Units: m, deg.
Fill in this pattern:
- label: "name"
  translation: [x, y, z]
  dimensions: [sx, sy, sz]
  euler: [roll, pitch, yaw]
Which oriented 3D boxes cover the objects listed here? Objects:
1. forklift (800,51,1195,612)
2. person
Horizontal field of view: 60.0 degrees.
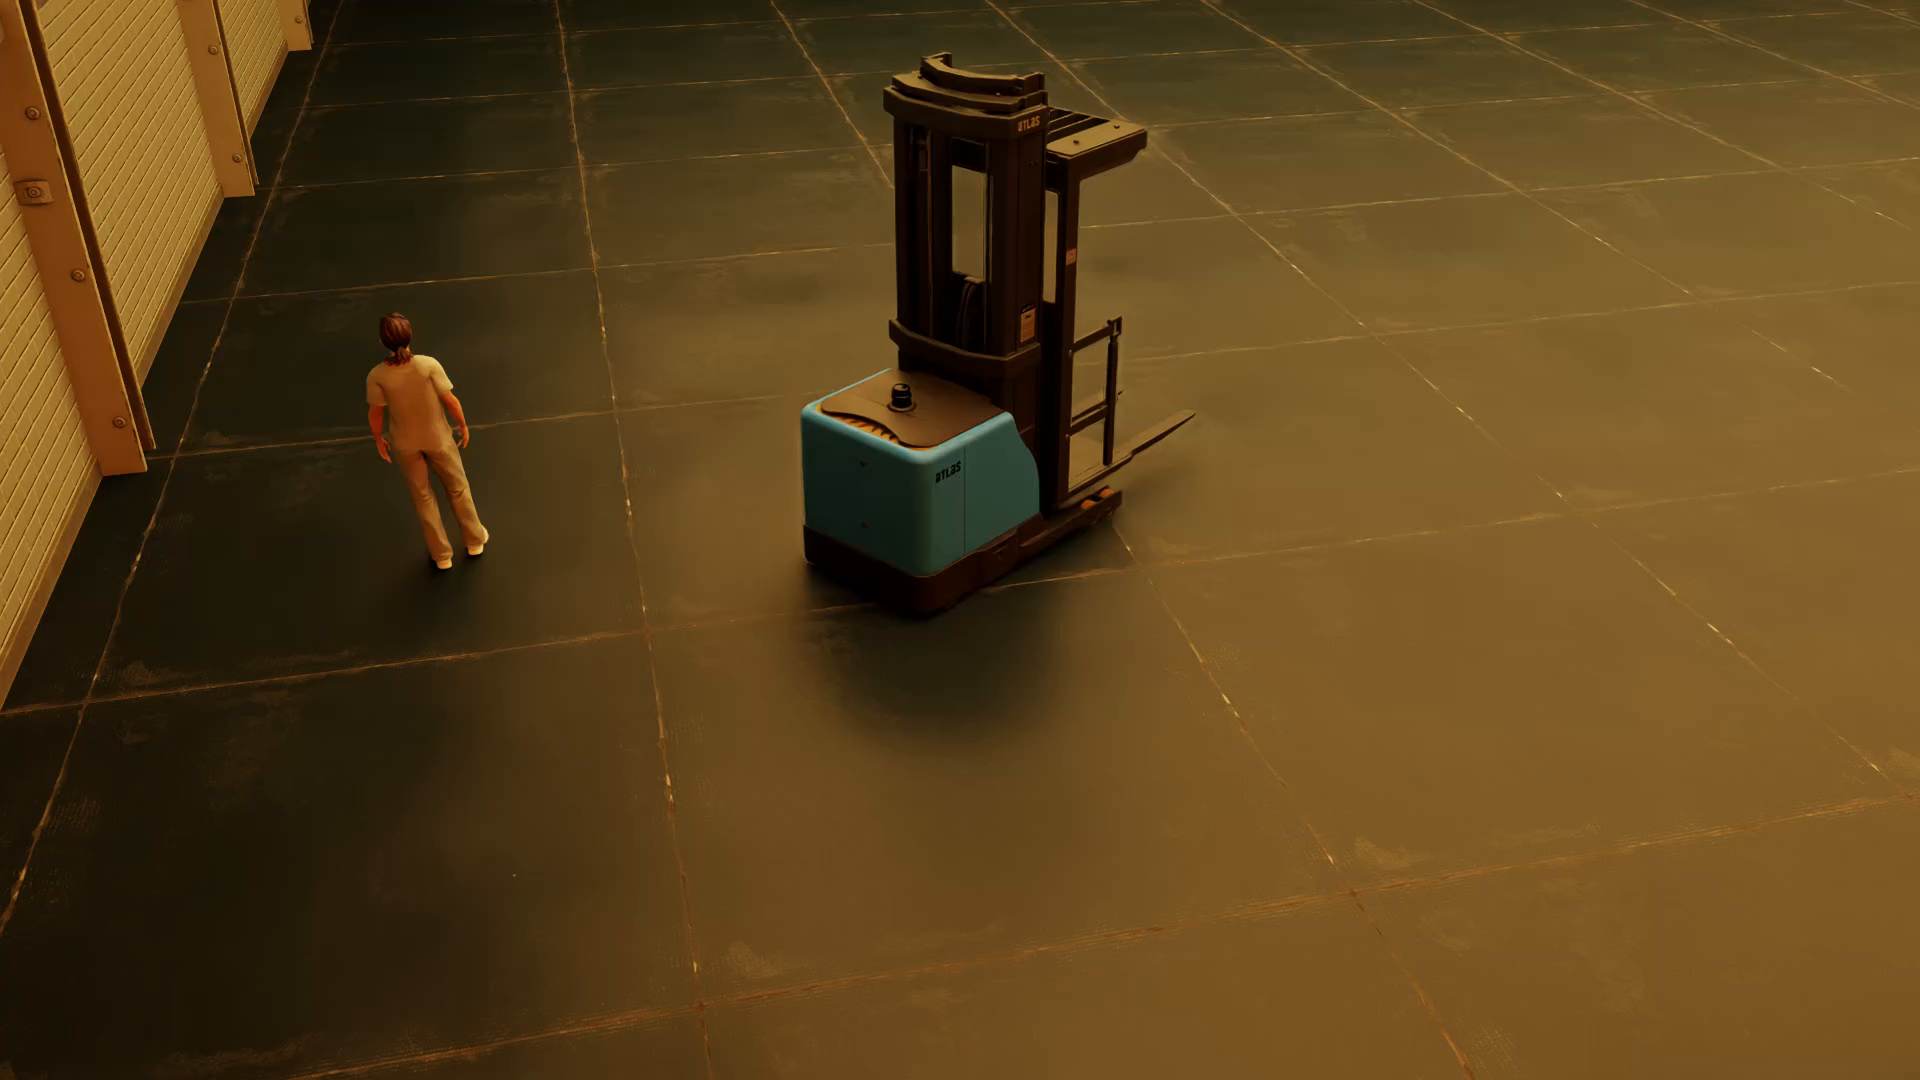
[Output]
- label: "forklift"
  translation: [0.395, -1.508, 10.179]
  dimensions: [1.130, 2.935, 3.031]
  euler: [24, 38, 35]
- label: "person"
  translation: [-3.188, -0.609, 9.867]
  dimensions: [0.543, 1.675, 0.550]
  euler: [-8, 31, -13]
